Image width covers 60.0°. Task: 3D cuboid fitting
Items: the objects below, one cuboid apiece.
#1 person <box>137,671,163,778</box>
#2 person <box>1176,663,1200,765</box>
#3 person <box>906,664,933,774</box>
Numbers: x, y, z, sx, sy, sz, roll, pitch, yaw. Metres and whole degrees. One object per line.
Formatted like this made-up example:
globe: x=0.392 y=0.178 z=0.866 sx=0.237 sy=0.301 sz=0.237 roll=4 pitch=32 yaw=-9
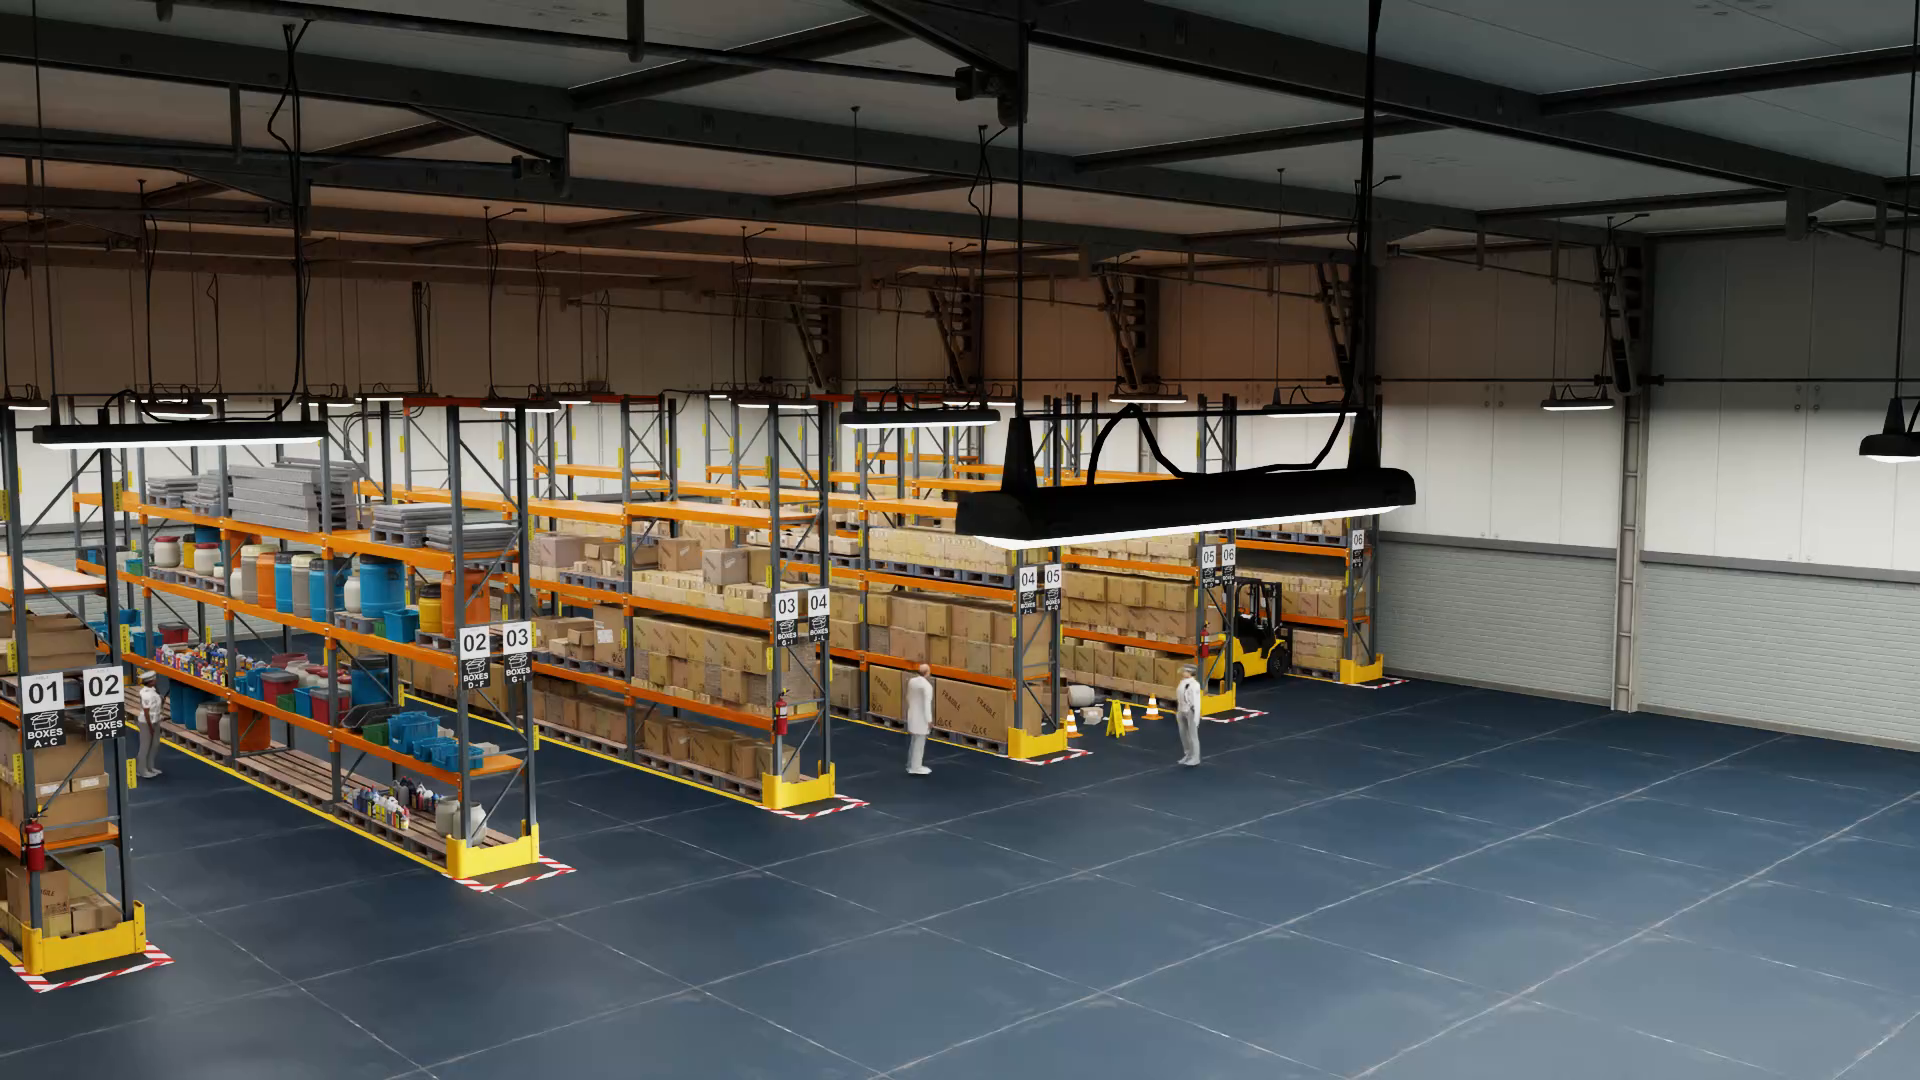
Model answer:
person: x=-12.920 y=2.929 z=26.547 sx=0.377 sy=1.693 sz=0.484 roll=0 pitch=6 yaw=-4
person: x=3.750 y=2.866 z=27.299 sx=0.370 sy=1.719 sz=0.565 roll=-3 pitch=6 yaw=-30
person: x=-0.641 y=2.866 z=26.709 sx=0.406 sy=1.781 sz=0.618 roll=-3 pitch=6 yaw=-30
